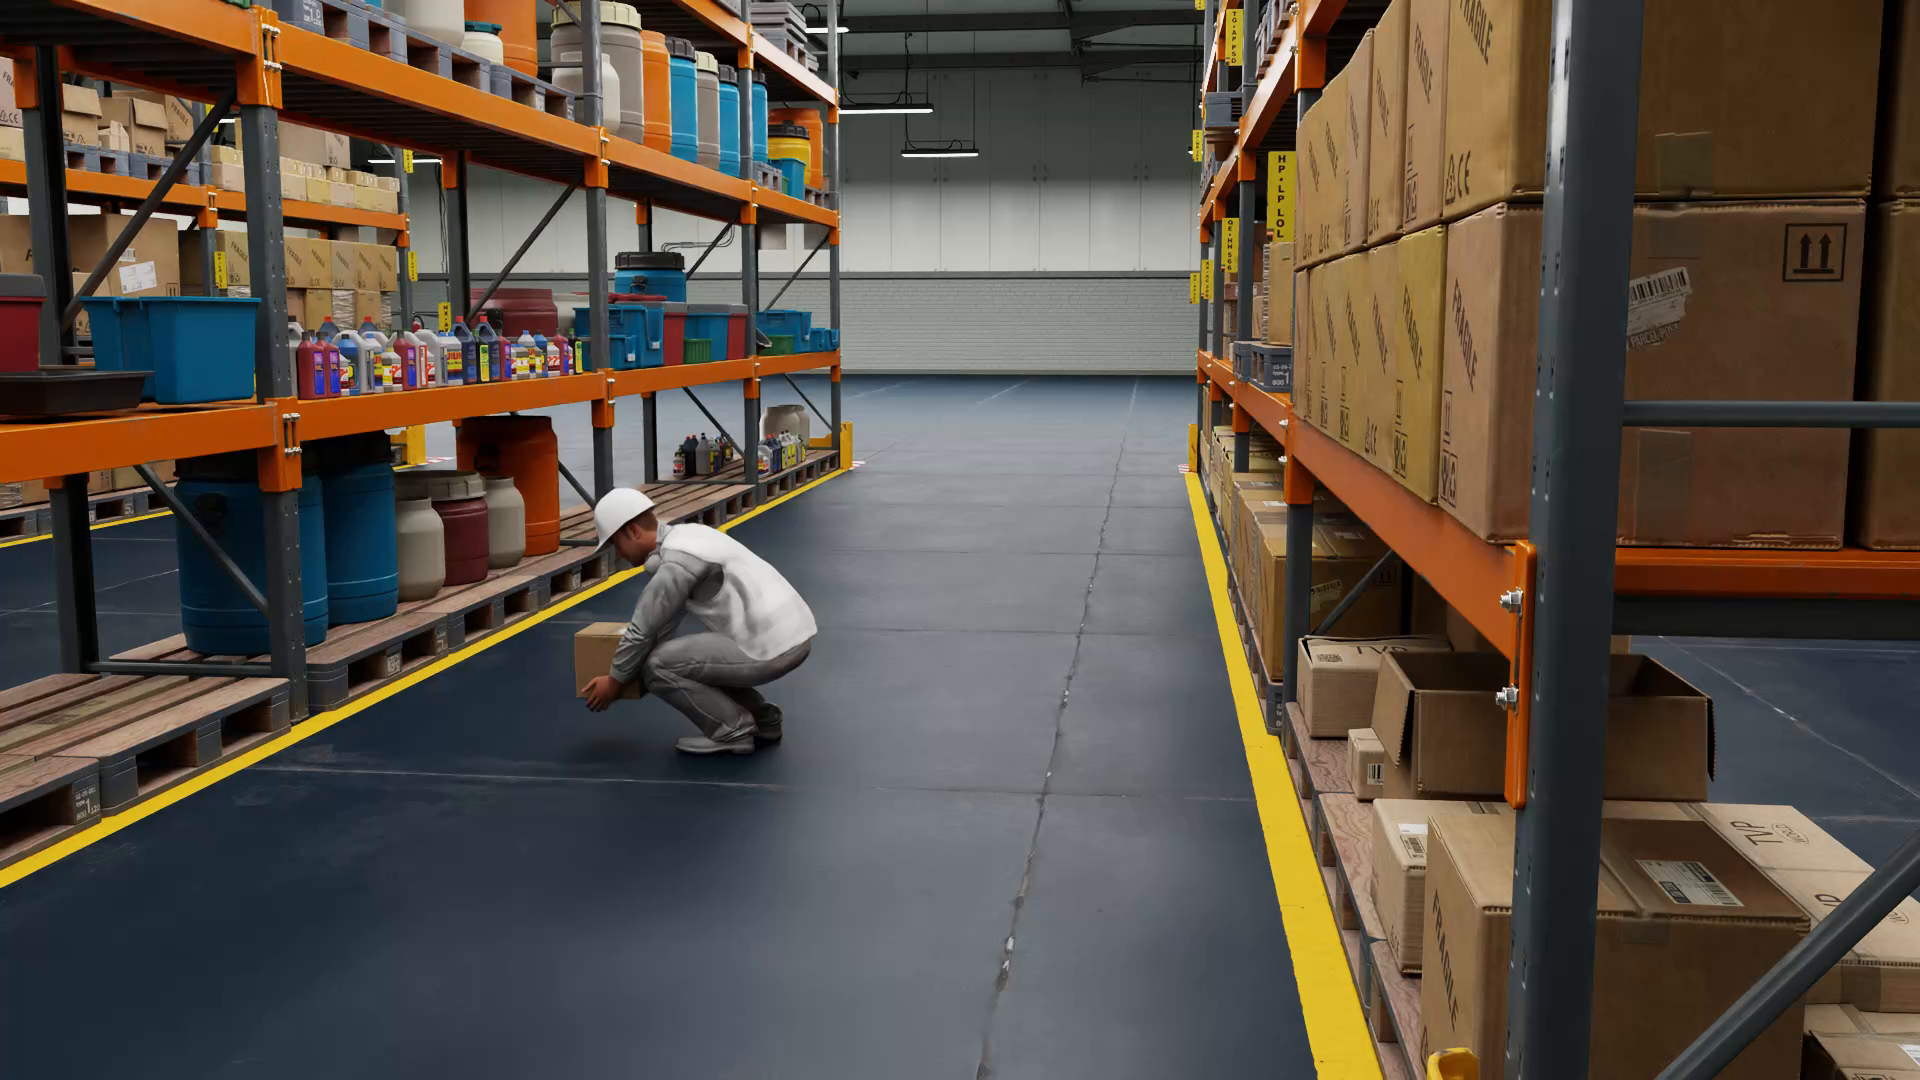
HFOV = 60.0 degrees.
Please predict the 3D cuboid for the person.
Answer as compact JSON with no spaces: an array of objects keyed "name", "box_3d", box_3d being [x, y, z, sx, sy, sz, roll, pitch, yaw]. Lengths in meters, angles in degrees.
[{"name":"person","box_3d":[-0.890,0.339,6.381,0.654,0.841,0.513,1,8,6]}]
